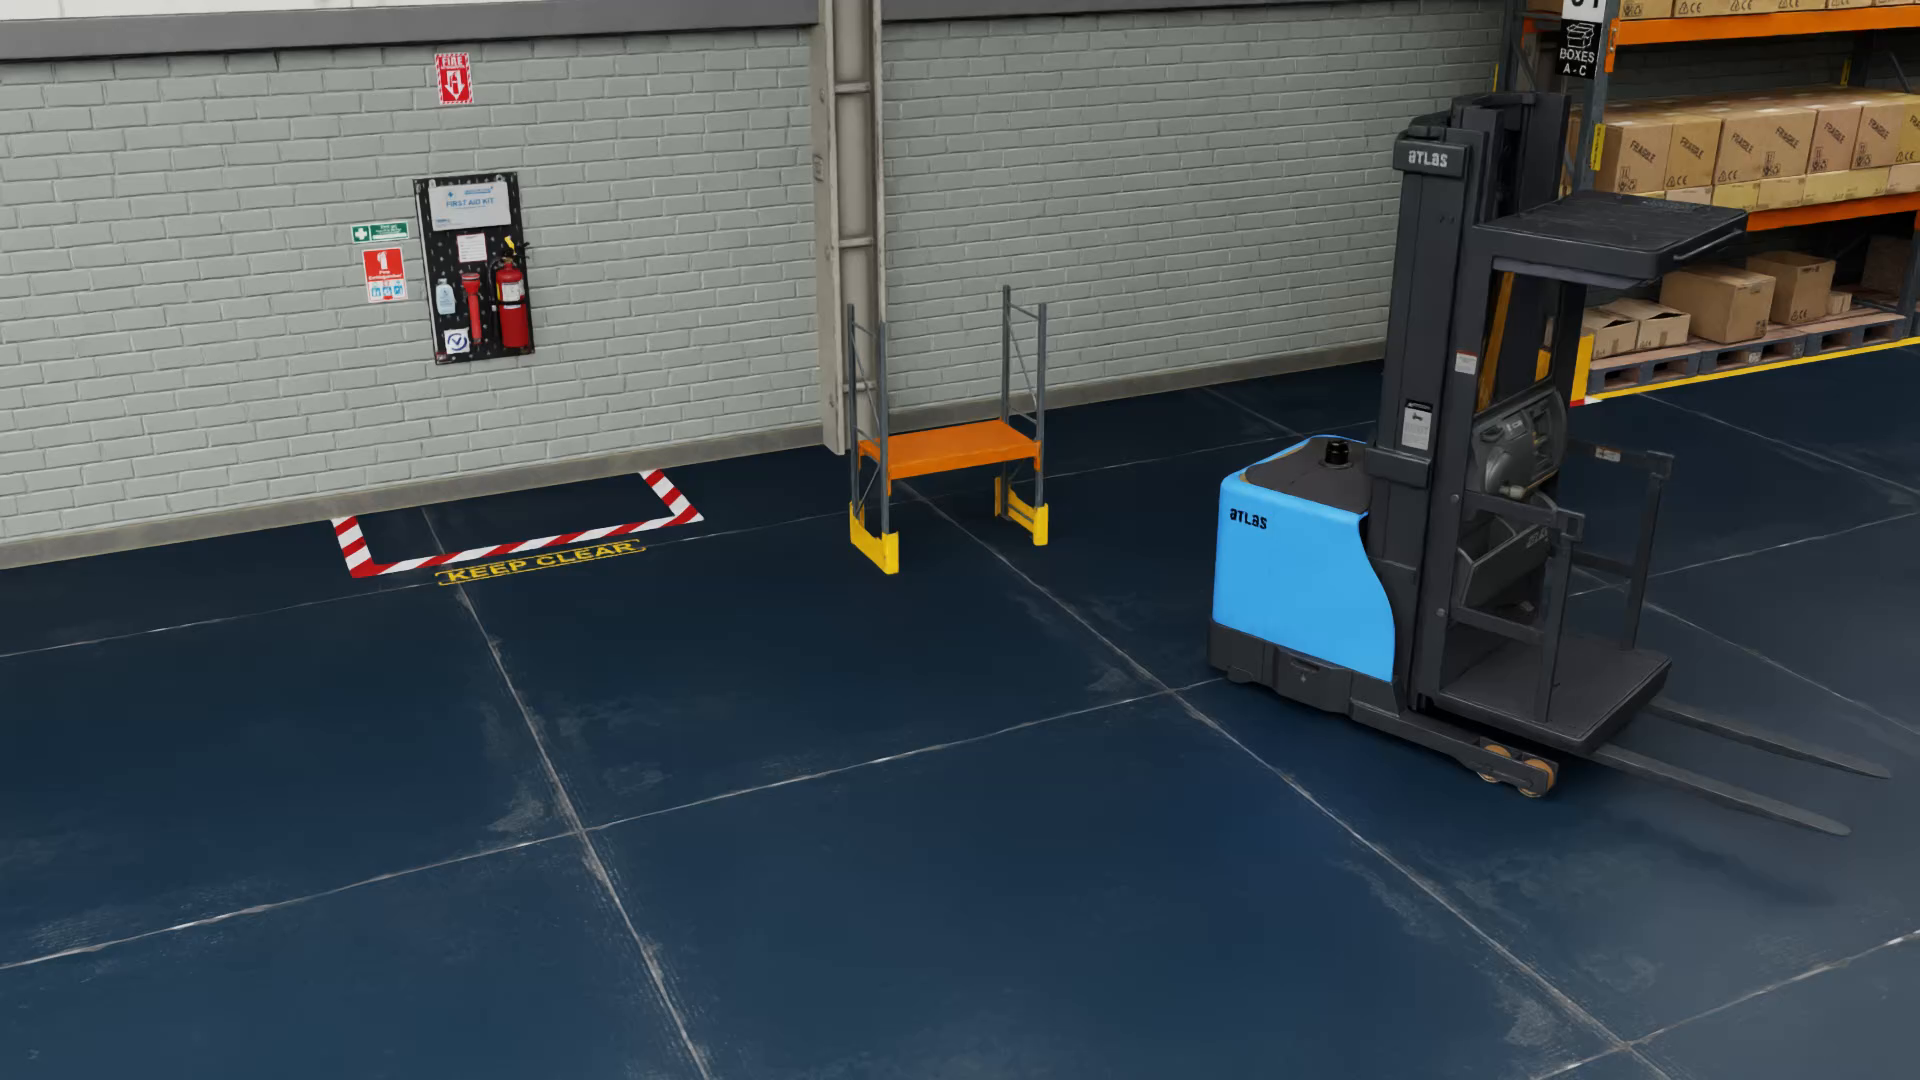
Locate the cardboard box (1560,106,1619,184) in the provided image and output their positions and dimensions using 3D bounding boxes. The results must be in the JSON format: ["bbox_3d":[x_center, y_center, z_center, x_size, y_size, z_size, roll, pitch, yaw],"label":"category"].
[{"bbox_3d":[4.736,-3.085,12.970,0.500,0.500,0.500,-11,25,-24],"label":"cardboard box"}]

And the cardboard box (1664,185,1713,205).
[{"bbox_3d":[5.442,-2.650,12.899,0.500,0.250,0.500,-11,25,-25],"label":"cardboard box"}]

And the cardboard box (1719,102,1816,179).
[{"bbox_3d":[6.342,-3.161,13.154,0.500,0.500,0.500,-10,24,-22],"label":"cardboard box"}]

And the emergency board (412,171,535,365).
[{"bbox_3d":[-2.991,-1.669,10.361,0.643,1.169,0.194,-10,25,-24],"label":"emergency board"}]

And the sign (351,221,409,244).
[{"bbox_3d":[-3.526,-1.872,10.111,0.331,0.109,0.001,-10,25,-24],"label":"sign"}]

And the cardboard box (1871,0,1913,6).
[{"bbox_3d":[7.198,-4.504,13.129,0.500,0.500,0.500,-13,26,-28],"label":"cardboard box"}]

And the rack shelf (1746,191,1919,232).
[{"bbox_3d":[6.205,-2.647,13.662,4.000,0.370,1.077,-10,25,-24],"label":"rack shelf"}]

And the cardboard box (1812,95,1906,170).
[{"bbox_3d":[7.268,-3.327,13.556,0.500,0.500,0.500,-11,25,-24],"label":"cardboard box"}]

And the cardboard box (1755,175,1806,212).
[{"bbox_3d":[6.360,-2.815,13.299,0.500,0.250,0.500,-10,25,-23],"label":"cardboard box"}]

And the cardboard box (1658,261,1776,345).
[{"bbox_3d":[6.262,-1.978,13.800,0.500,0.500,0.700,-12,25,-27],"label":"cardboard box"}]

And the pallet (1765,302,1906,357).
[{"bbox_3d":[7.418,-1.899,14.561,1.213,0.211,1.003,-10,25,-24],"label":"pallet"}]

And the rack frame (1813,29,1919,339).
[{"bbox_3d":[8.008,-3.311,14.326,0.127,3.000,1.000,-10,25,-24],"label":"rack frame"}]

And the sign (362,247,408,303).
[{"bbox_3d":[-3.534,-1.630,10.218,0.234,0.329,0.001,-10,25,-24],"label":"sign"}]

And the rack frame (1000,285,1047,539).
[{"bbox_3d":[0.381,-0.763,10.133,0.032,1.500,0.500,-10,25,-24],"label":"rack frame"}]

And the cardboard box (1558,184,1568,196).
[{"bbox_3d":[4.740,-2.731,13.097,0.500,0.250,0.500,-10,25,-23],"label":"cardboard box"}]

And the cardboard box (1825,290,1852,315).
[{"bbox_3d":[7.538,-2.106,14.544,0.250,0.166,0.380,-14,26,-30],"label":"cardboard box"}]

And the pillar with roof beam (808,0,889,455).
[{"bbox_3d":[1.120,-3.354,6.588,0.400,9.000,9.100,-10,25,-24],"label":"pillar with roof beam"}]

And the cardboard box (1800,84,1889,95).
[{"bbox_3d":[7.493,-3.591,14.193,0.500,0.500,0.500,-11,25,-25],"label":"cardboard box"}]

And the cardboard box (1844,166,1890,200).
[{"bbox_3d":[7.260,-2.988,13.716,0.500,0.250,0.500,-10,25,-23],"label":"cardboard box"}]

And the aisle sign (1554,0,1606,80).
[{"bbox_3d":[4.469,-3.733,11.947,0.004,0.787,0.394,-10,25,-24],"label":"aisle sign"}]

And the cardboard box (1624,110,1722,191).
[{"bbox_3d":[5.413,-2.988,12.735,0.500,0.500,0.500,-10,25,-23],"label":"cardboard box"}]

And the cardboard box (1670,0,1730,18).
[{"bbox_3d":[5.312,-4.135,12.238,0.500,0.500,0.500,-9,24,-20],"label":"cardboard box"}]

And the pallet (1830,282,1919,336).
[{"bbox_3d":[8.708,-2.152,15.173,1.213,0.211,1.003,-10,25,-24],"label":"pallet"}]

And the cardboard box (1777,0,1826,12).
[{"bbox_3d":[6.252,-4.318,12.682,0.500,0.500,0.500,-9,24,-20],"label":"cardboard box"}]

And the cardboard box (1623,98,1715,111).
[{"bbox_3d":[5.658,-3.252,13.375,0.500,0.500,0.500,-11,25,-25],"label":"cardboard box"}]

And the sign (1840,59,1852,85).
[{"bbox_3d":[7.764,-4.036,14.565,0.005,0.325,0.100,-10,25,-24],"label":"sign"}]

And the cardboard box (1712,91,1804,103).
[{"bbox_3d":[6.574,-3.426,13.794,0.500,0.500,0.500,-10,24,-22],"label":"cardboard box"}]

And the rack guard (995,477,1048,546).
[{"bbox_3d":[0.380,-0.185,10.371,0.087,0.250,0.587,-10,25,-24],"label":"rack guard"}]

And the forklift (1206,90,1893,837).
[{"bbox_3d":[2.702,-0.427,7.449,3.031,2.935,1.130,19,29,38],"label":"forklift"}]

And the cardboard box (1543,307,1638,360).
[{"bbox_3d":[5.066,-1.692,13.356,0.500,0.311,0.500,-14,26,-30],"label":"cardboard box"}]

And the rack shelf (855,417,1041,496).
[{"bbox_3d":[-0.077,-0.513,9.998,1.000,0.185,0.538,-10,25,-24],"label":"rack shelf"}]

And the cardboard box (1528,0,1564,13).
[{"bbox_3d":[4.669,-4.245,12.505,0.500,0.500,0.500,-9,24,-20],"label":"cardboard box"}]

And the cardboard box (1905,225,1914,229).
[{"bbox_3d":[9.107,-2.590,15.278,0.500,0.500,0.700,-11,25,-25],"label":"cardboard box"}]

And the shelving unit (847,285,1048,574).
[{"bbox_3d":[-0.069,-0.680,9.933,1.083,1.500,0.587,-10,25,-24],"label":"shelving unit"}]
